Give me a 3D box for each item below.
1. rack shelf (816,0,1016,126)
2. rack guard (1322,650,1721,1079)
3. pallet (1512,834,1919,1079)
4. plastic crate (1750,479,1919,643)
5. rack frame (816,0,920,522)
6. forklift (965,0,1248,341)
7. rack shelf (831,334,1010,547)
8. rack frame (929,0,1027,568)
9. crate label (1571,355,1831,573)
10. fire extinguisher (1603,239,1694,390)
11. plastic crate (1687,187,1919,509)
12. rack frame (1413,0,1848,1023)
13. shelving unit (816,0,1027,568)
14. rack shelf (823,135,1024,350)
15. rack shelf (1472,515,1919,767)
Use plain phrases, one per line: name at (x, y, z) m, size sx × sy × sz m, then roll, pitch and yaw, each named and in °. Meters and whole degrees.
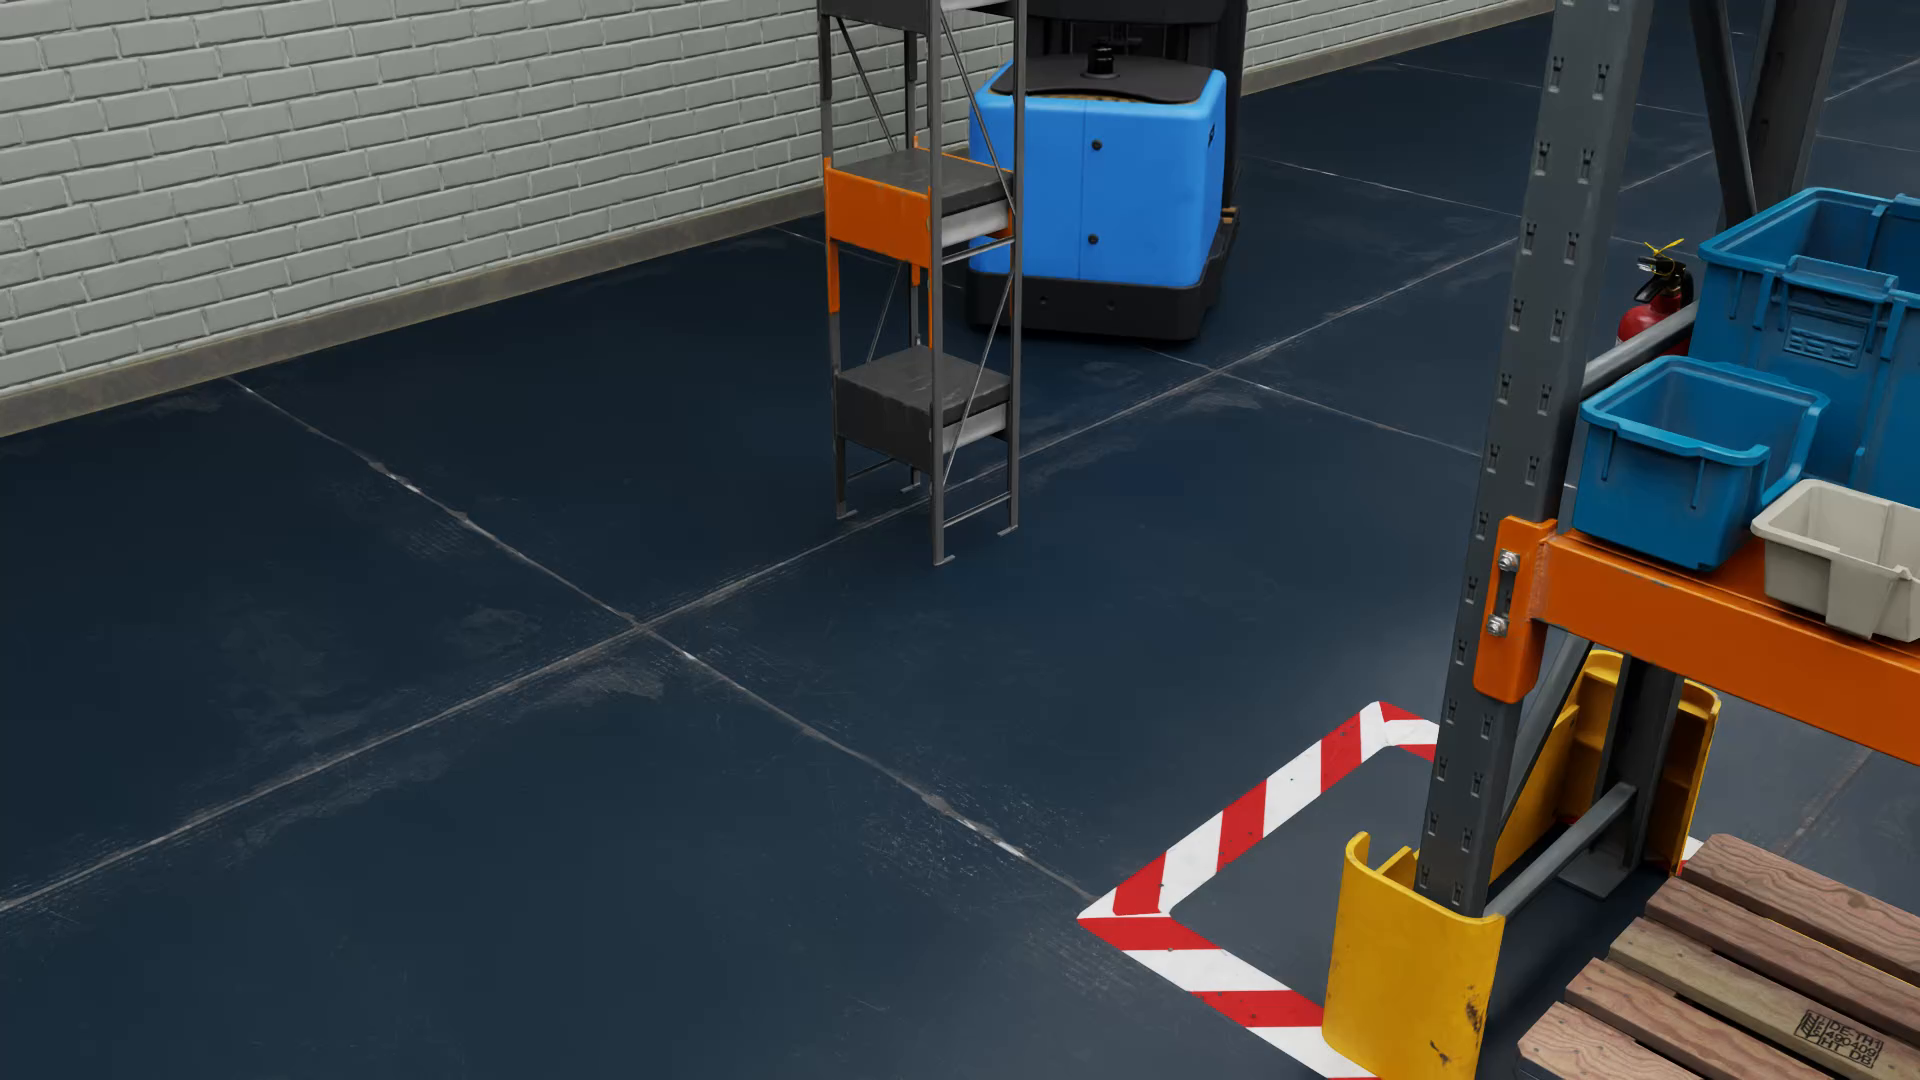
rack shelf at (-0.118, -1.591, 5.045) m, size 0.480 × 0.518 × 0.431 m, roll 25°, pitch 36°, yaw 38°
rack guard at (1.305, 0.733, 3.818) m, size 0.348 × 0.500 × 1.175 m, roll 25°, pitch 36°, yaw 38°
pallet at (1.892, 1.147, 3.342) m, size 1.213 × 0.211 × 1.003 m, roll 25°, pitch 36°, yaw 38°
plastic crate at (1.447, 0.043, 2.665) m, size 0.298 × 0.136 × 0.250 m, roll 25°, pitch 36°, yaw 38°
rack frame at (-0.292, -1.063, 5.515) m, size 0.015 × 2.100 × 0.400 m, roll 25°, pitch 36°, yaw 38°
forklift at (0.865, -2.834, 7.991) m, size 1.130 × 2.935 × 3.031 m, roll 6°, pitch 28°, yaw 12°
rack shelf at (-0.118, -0.352, 5.696) m, size 0.480 × 0.518 × 0.431 m, roll 25°, pitch 36°, yaw 38°
rack frame at (0.056, -0.904, 5.213) m, size 0.015 × 2.100 × 0.400 m, roll 25°, pitch 36°, yaw 38°
crate label at (1.276, -0.132, 2.894) m, size 0.303 × 0.233 × 0.416 m, roll 25°, pitch 36°, yaw 38°
fire extinguisher at (1.542, -0.370, 3.715) m, size 0.183 × 0.674 × 0.296 m, roll 25°, pitch 36°, yaw 38°
plastic crate at (1.701, -0.364, 3.118) m, size 0.499 × 0.435 × 0.616 m, roll 25°, pitch 36°, yaw 38°
rack frame at (1.331, -0.369, 3.230) m, size 0.127 × 3.000 × 1.000 m, roll 25°, pitch 36°, yaw 38°
shelving unit at (-0.118, -0.983, 5.364) m, size 0.503 × 2.100 × 0.431 m, roll 25°, pitch 36°, yaw 38°
rack shelf at (-0.118, -0.971, 5.370) m, size 0.480 × 0.518 × 0.431 m, roll 25°, pitch 36°, yaw 38°
rack shelf at (2.757, 0.602, 2.156) m, size 4.000 × 0.370 × 1.077 m, roll 25°, pitch 36°, yaw 38°
